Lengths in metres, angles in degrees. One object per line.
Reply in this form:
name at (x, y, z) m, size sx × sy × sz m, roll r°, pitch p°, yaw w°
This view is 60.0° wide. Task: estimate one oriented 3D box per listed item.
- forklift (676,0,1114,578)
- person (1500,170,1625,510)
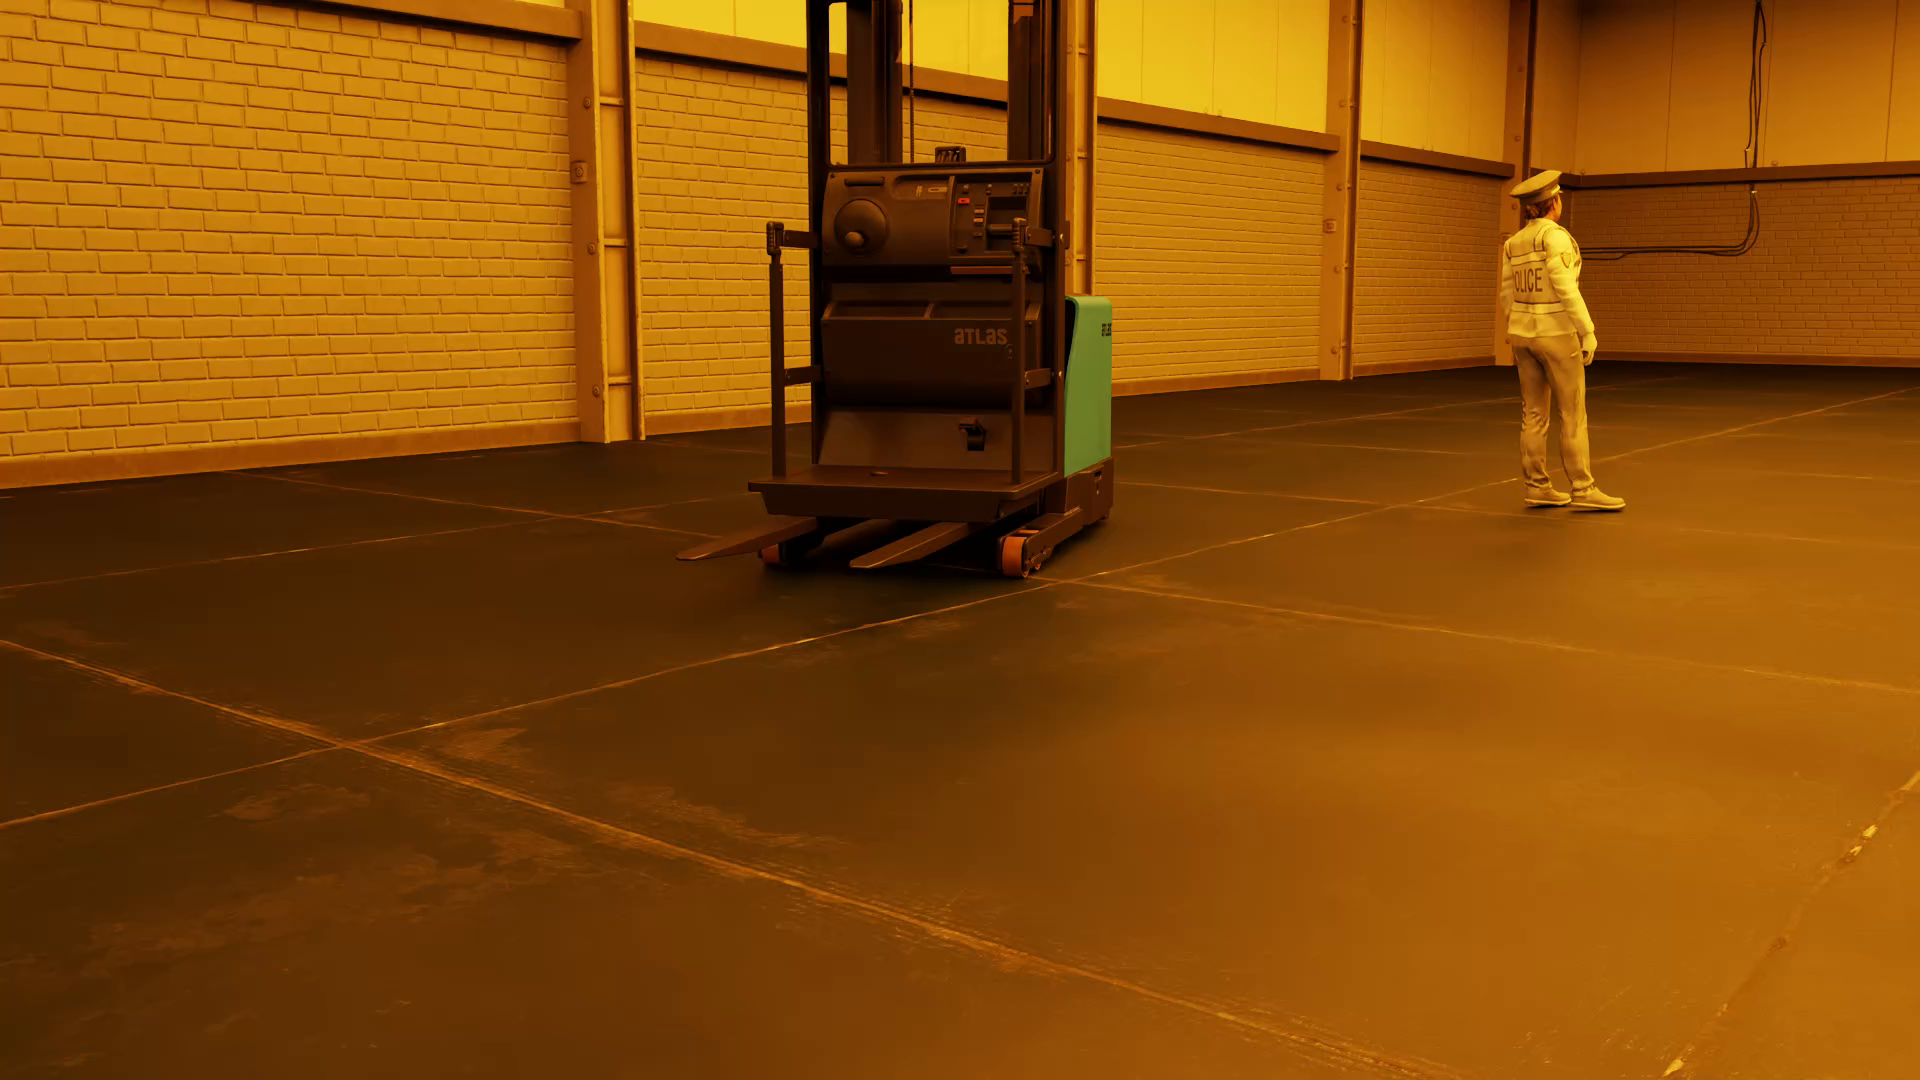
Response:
forklift at (-0.176, -1.366, 6.616) m, size 1.130 × 2.935 × 3.031 m, roll 3°, pitch 9°, yaw 17°
person at (3.034, -1.016, 8.445) m, size 0.530 × 1.695 × 0.588 m, roll -3°, pitch 9°, yaw -20°
